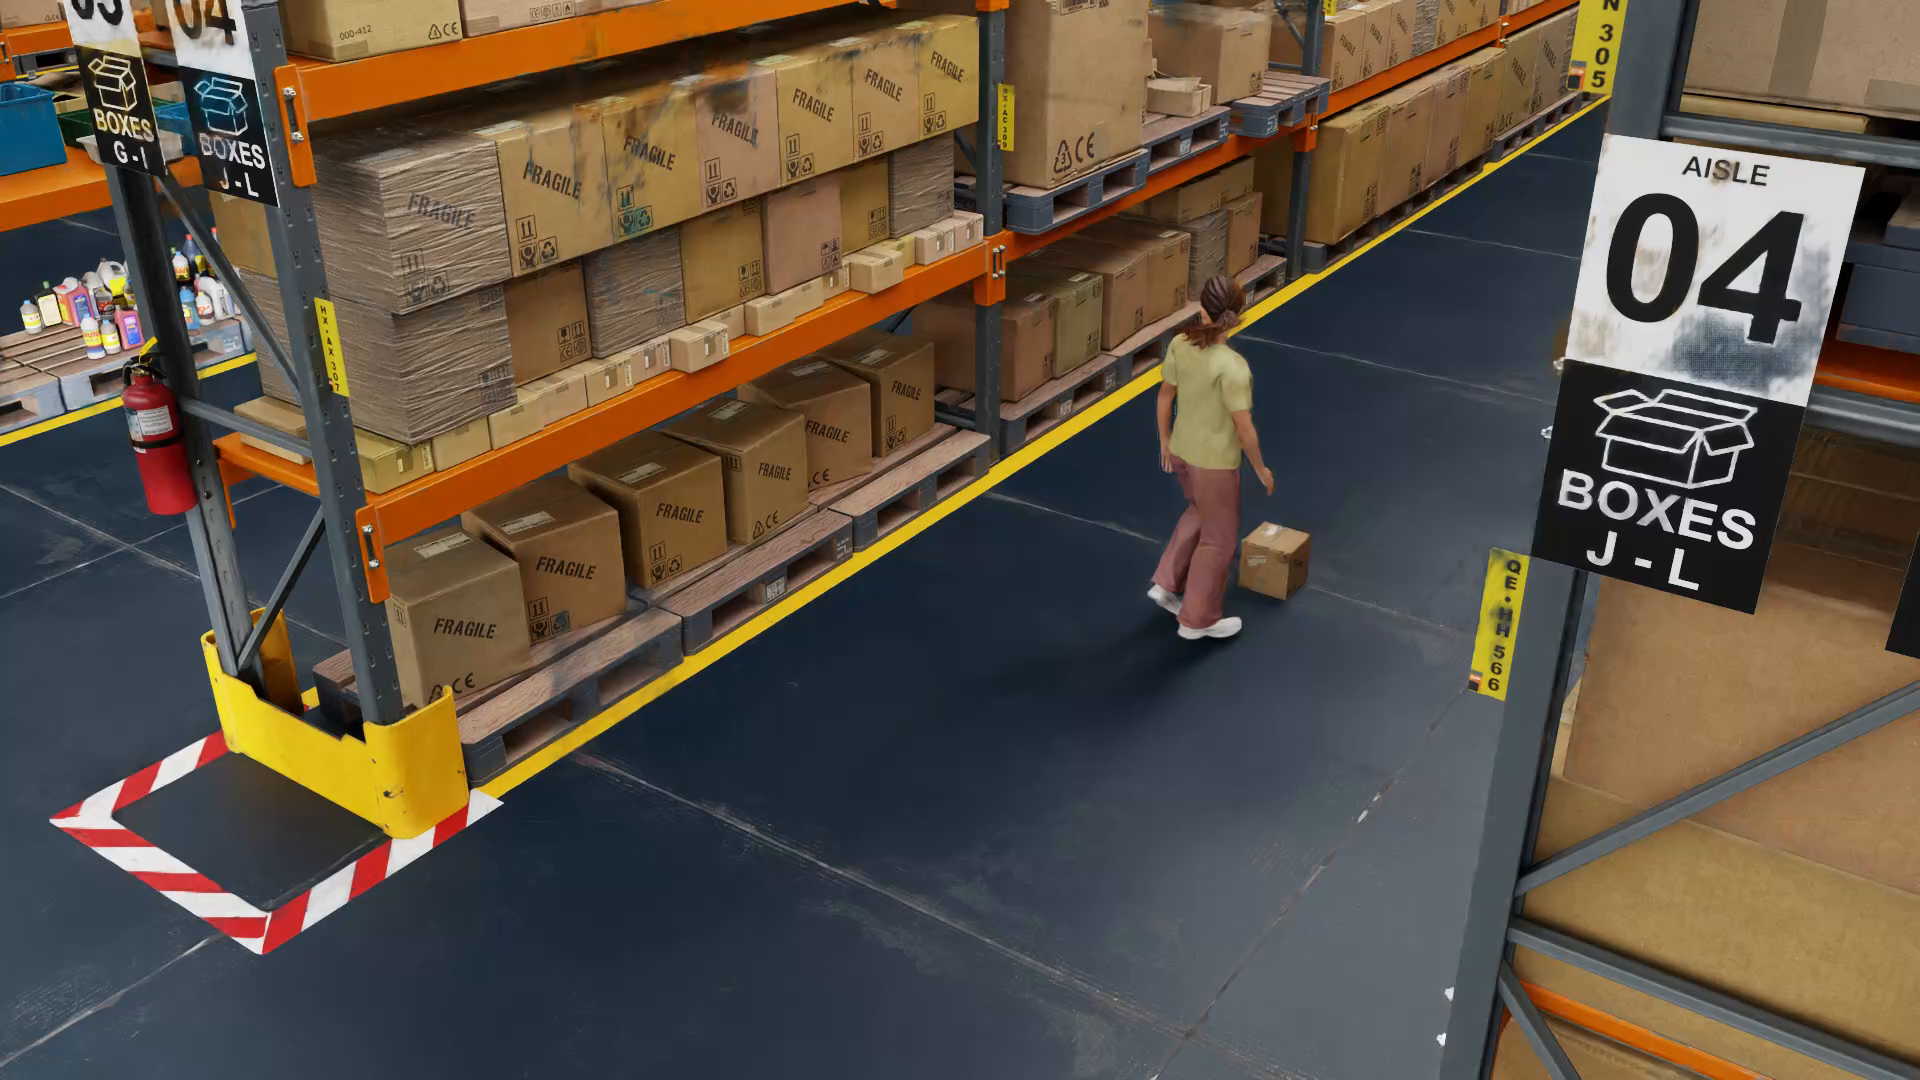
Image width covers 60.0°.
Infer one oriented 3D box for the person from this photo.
[{"bbox_3d":[1.093,-0.335,7.231,0.402,1.686,0.510,-14,30,-25],"label":"person"}]
